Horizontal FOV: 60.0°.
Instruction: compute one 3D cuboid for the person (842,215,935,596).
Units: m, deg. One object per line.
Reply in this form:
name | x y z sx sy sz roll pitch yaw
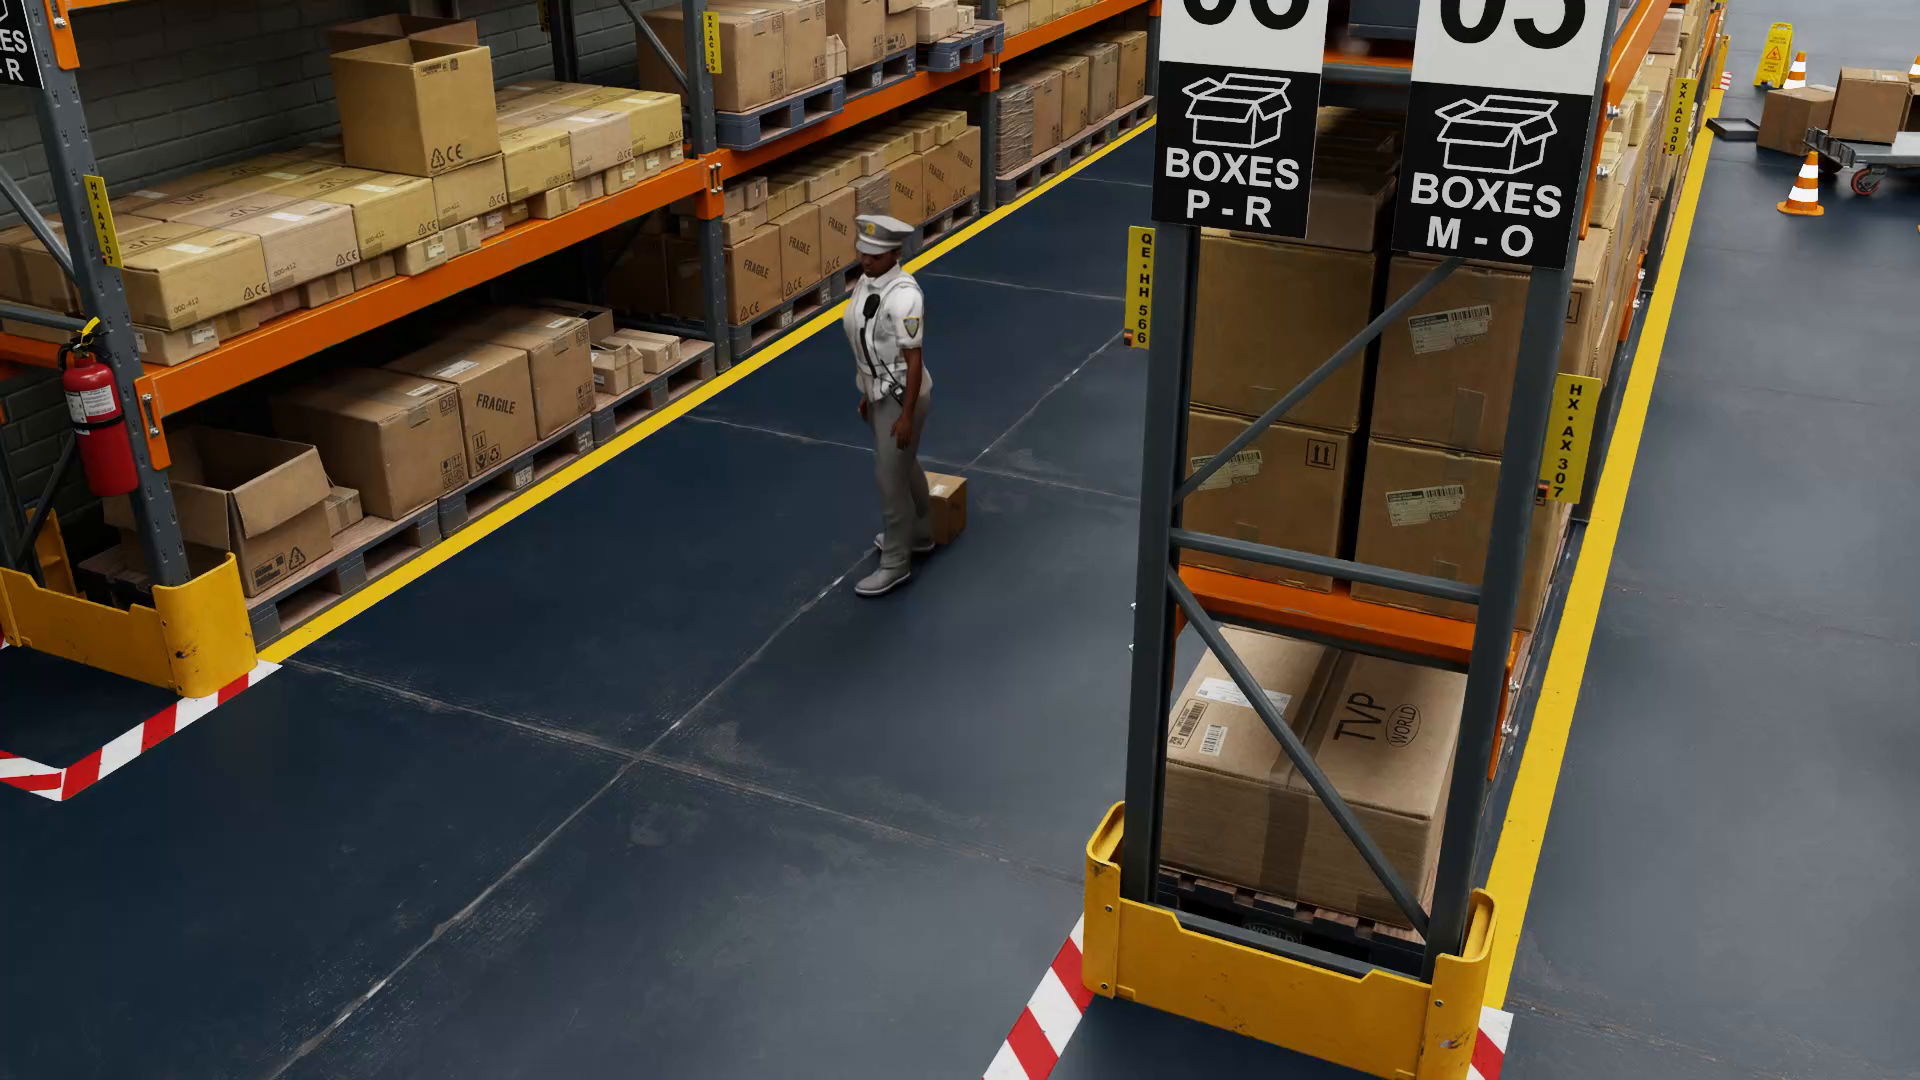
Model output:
person | -0.316 -0.624 7.333 0.483 1.671 0.502 -10 28 -19
